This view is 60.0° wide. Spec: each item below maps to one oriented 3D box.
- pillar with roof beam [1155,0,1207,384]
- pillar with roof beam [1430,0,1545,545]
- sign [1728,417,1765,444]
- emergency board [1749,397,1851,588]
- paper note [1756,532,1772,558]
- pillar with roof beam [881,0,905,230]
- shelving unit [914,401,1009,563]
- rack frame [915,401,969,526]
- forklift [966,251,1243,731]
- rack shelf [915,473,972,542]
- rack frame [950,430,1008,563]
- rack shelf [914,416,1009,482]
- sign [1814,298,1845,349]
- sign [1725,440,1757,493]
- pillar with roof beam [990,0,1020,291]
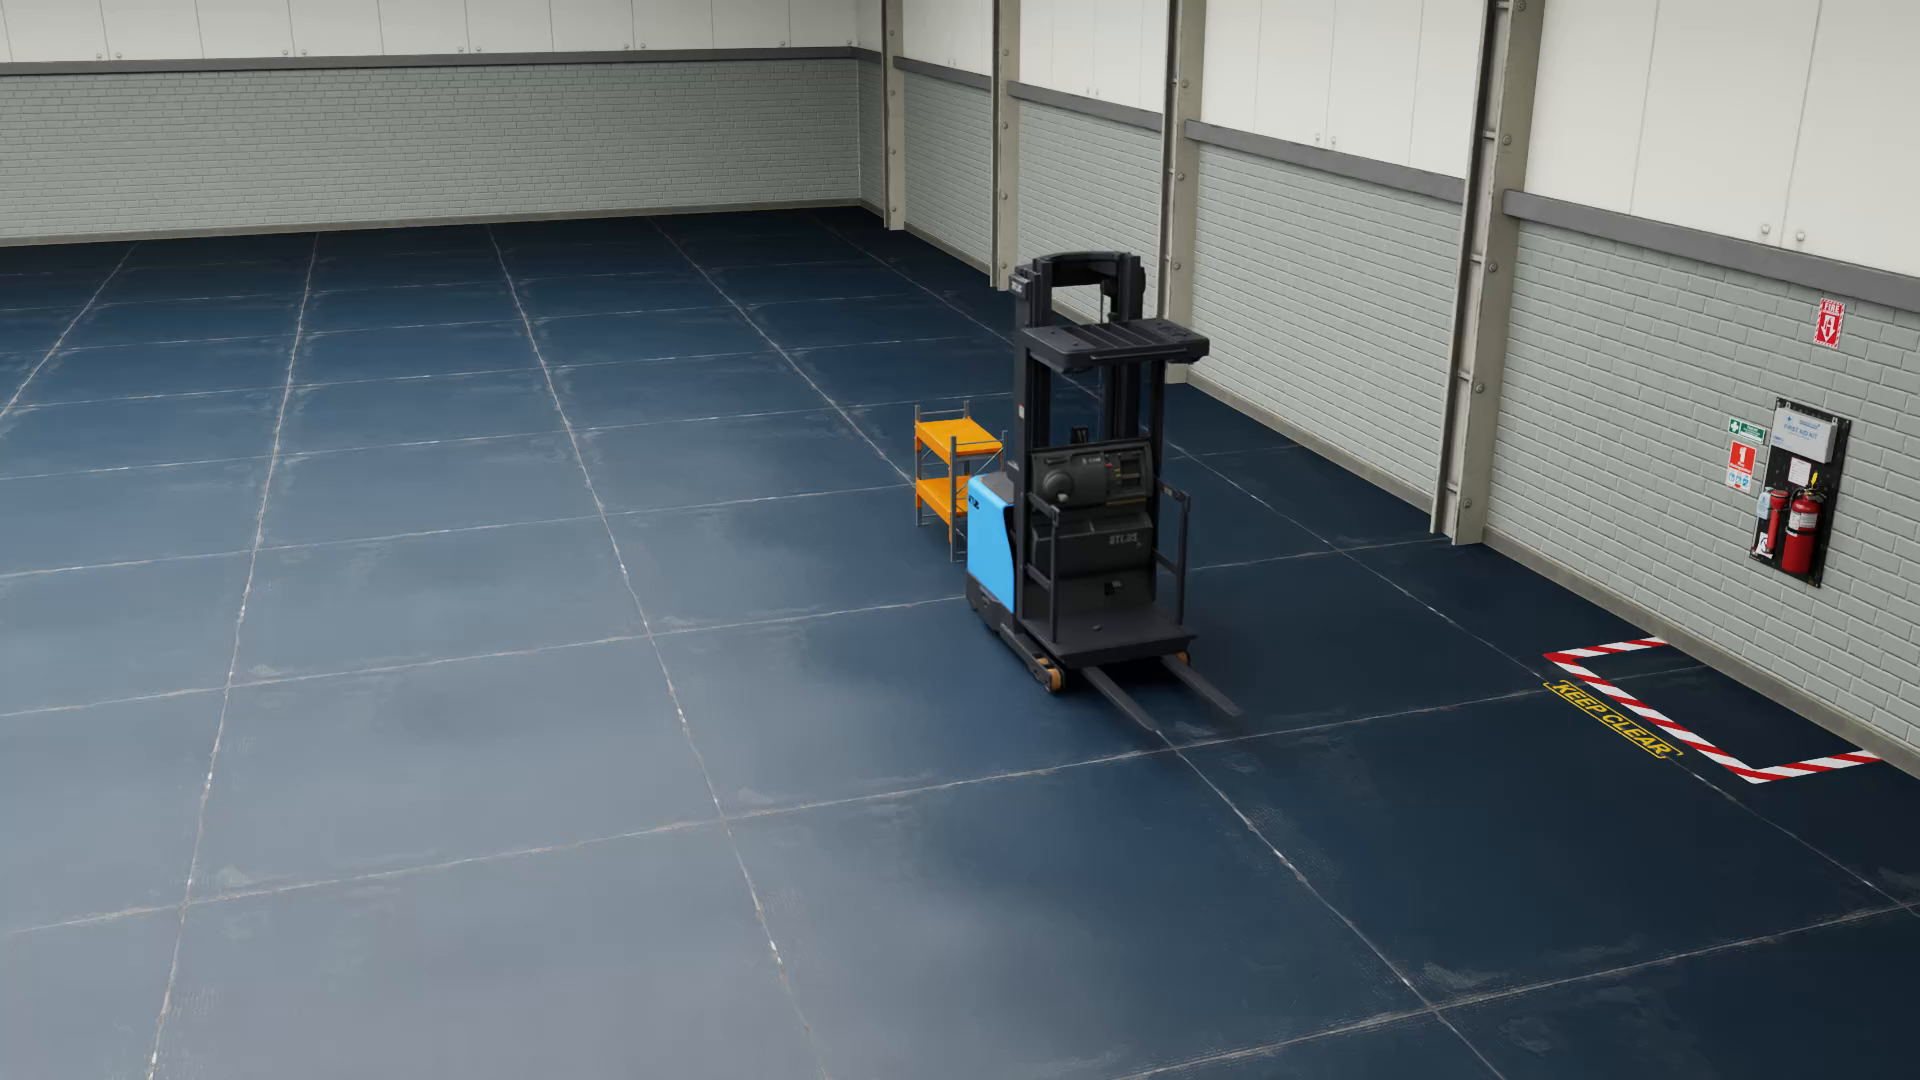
[{"bbox_3d":[-1.527,-5.734,17.442,9.100,9.000,0.400,-6,21,-17],"label":"pillar with roof beam"},{"bbox_3d":[0.359,-3.808,12.082,9.100,9.000,0.400,-6,21,-17],"label":"pillar with roof beam"},{"bbox_3d":[5.508,-0.766,11.650,0.001,0.109,0.331,-6,21,-17],"label":"sign"},{"bbox_3d":[5.591,-0.314,11.228,0.194,1.169,0.643,-6,21,-17],"label":"emergency board"},{"bbox_3d":[5.601,0.037,11.555,0.016,0.148,0.142,-6,21,-17],"label":"paper note"},{"bbox_3d":[-5.299,-9.585,28.163,9.100,9.000,0.400,-6,21,-17],"label":"pillar with roof beam"},{"bbox_3d":[0.002,-0.527,14.595,0.538,1.125,1.048,-6,21,-17],"label":"shelving unit"},{"bbox_3d":[-0.158,-0.690,15.049,0.500,1.125,0.032,-6,21,-17],"label":"rack frame"},{"bbox_3d":[1.028,-0.461,11.738,1.130,2.935,3.031,-7,21,-19],"label":"forklift"},{"bbox_3d":[0.002,-0.297,14.678,0.538,0.278,1.000,-6,21,-17],"label":"rack shelf"},{"bbox_3d":[0.162,-0.364,14.141,0.500,1.125,0.032,-6,21,-17],"label":"rack frame"},{"bbox_3d":[0.002,-0.803,14.496,0.538,0.278,1.000,-6,21,-17],"label":"rack shelf"},{"bbox_3d":[5.683,-1.418,10.873,0.001,0.298,0.199,-6,21,-17],"label":"sign"},{"bbox_3d":[5.515,-0.519,11.746,0.001,0.329,0.234,-6,21,-17],"label":"sign"},{"bbox_3d":[-3.413,-7.659,22.803,9.100,9.000,0.400,-6,21,-17],"label":"pillar with roof beam"}]
